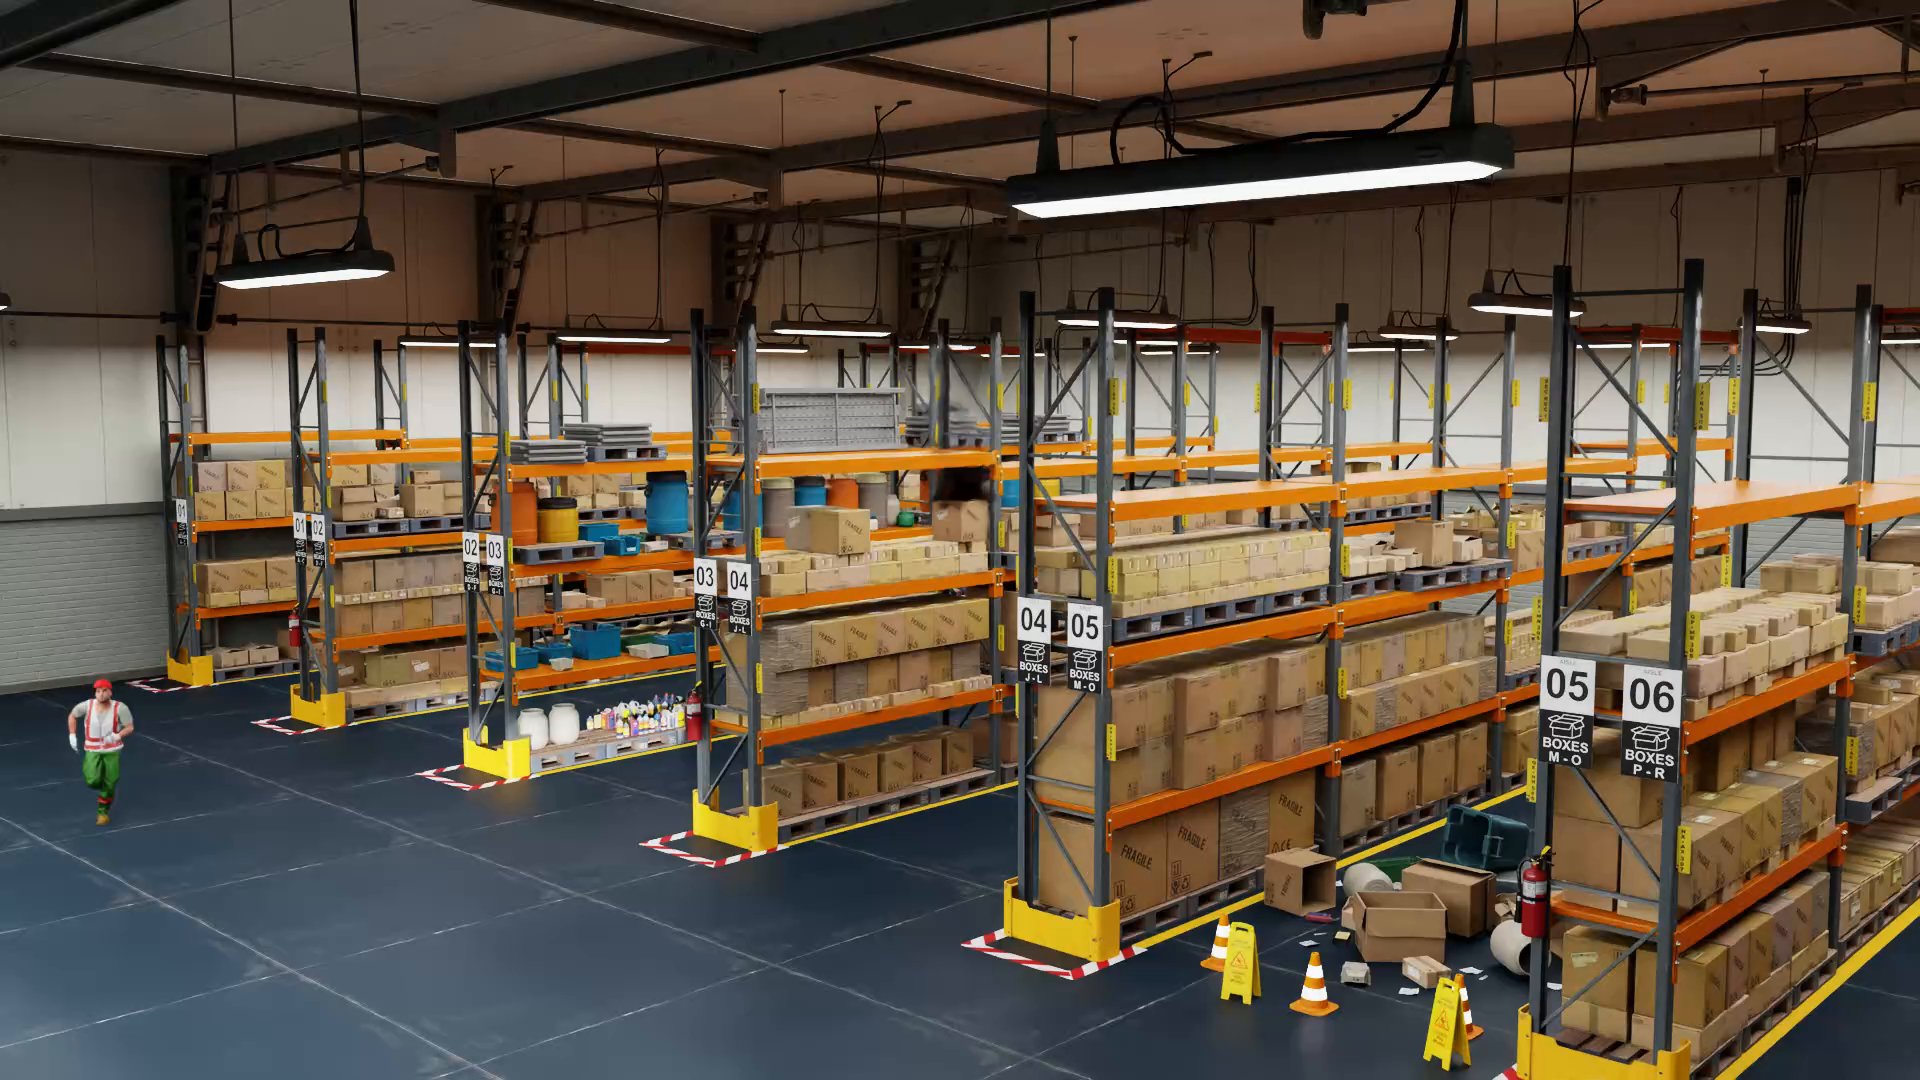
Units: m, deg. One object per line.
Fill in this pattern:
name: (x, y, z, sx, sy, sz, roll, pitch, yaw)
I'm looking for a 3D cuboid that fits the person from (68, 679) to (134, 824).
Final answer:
person: (-10.053, 2.482, 19.457, 0.710, 1.728, 0.659, -2, 6, -19)
